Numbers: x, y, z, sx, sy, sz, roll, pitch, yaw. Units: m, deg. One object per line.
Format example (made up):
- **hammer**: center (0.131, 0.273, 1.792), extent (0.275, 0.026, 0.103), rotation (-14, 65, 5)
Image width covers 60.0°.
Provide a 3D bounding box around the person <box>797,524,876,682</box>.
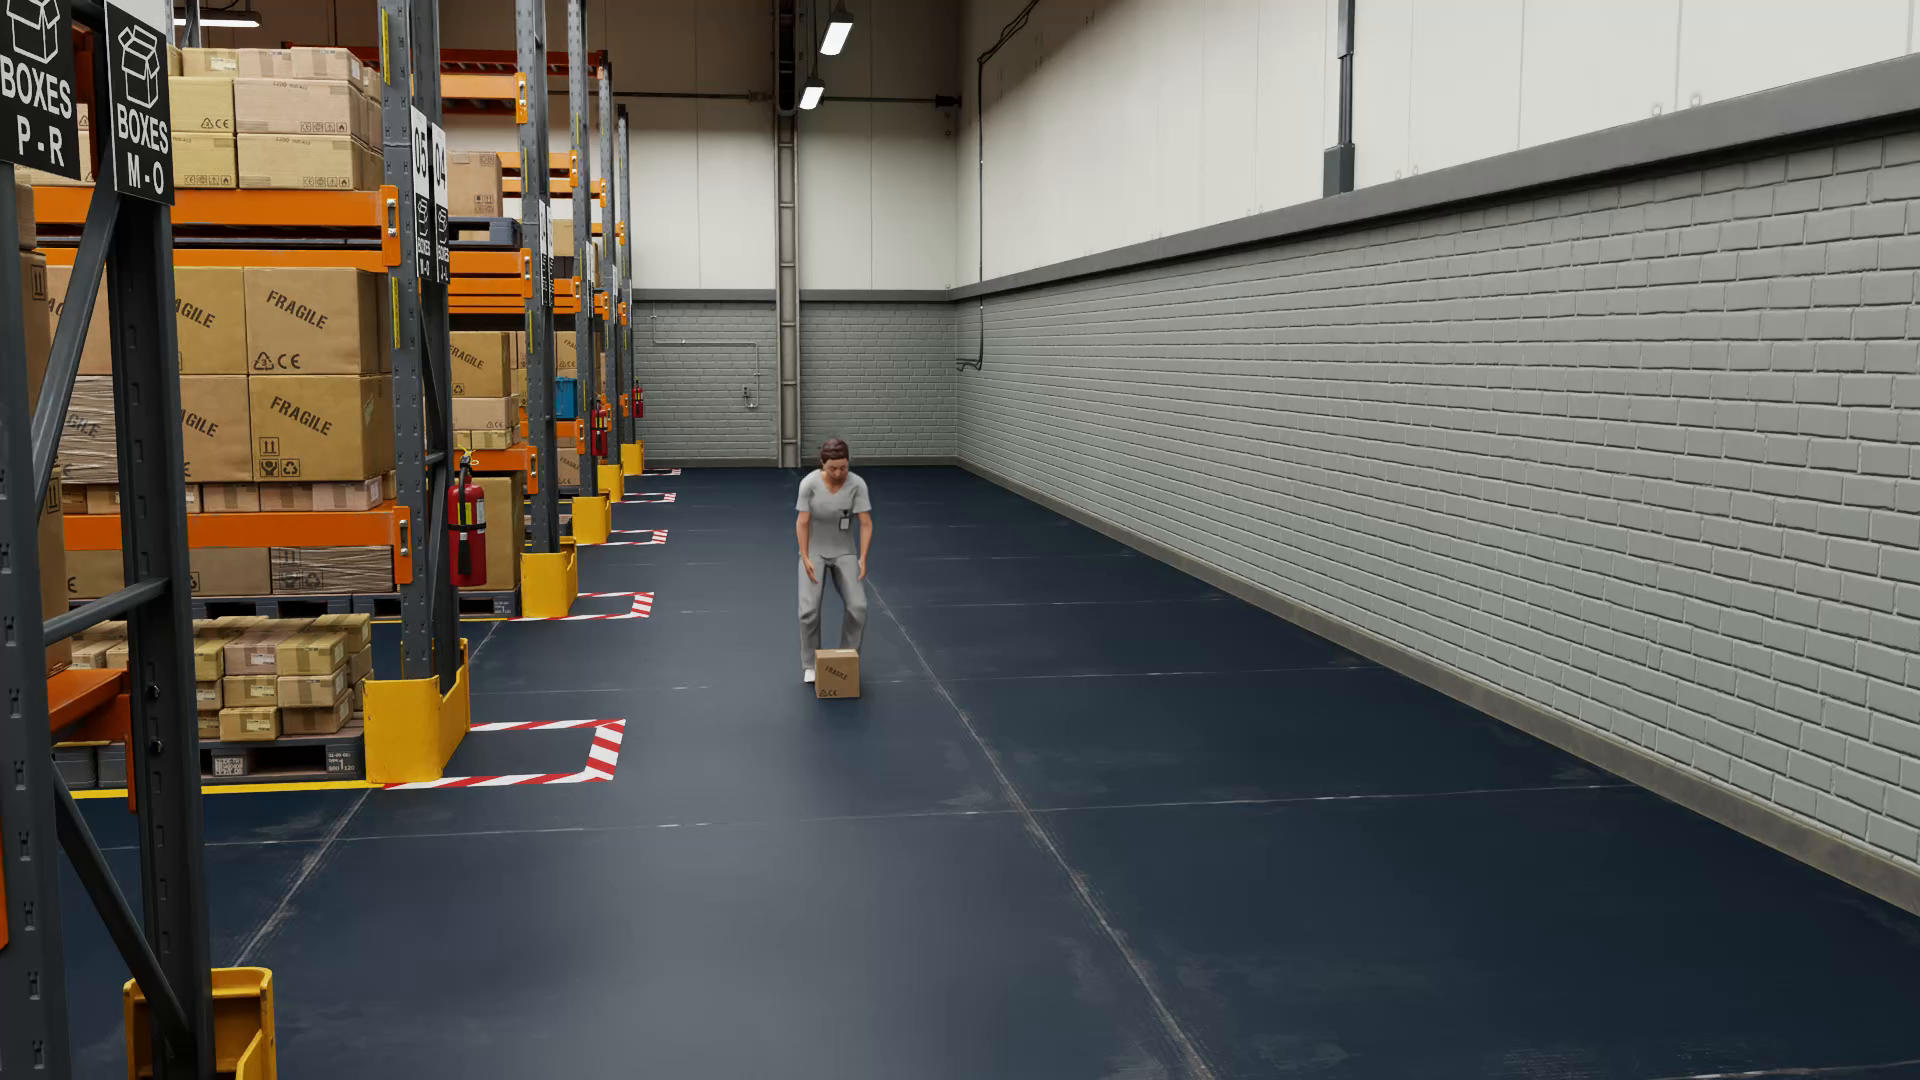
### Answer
- **person**: center (-0.777, 0.382, 10.352), extent (0.489, 1.023, 0.777), rotation (-1, 7, -9)
